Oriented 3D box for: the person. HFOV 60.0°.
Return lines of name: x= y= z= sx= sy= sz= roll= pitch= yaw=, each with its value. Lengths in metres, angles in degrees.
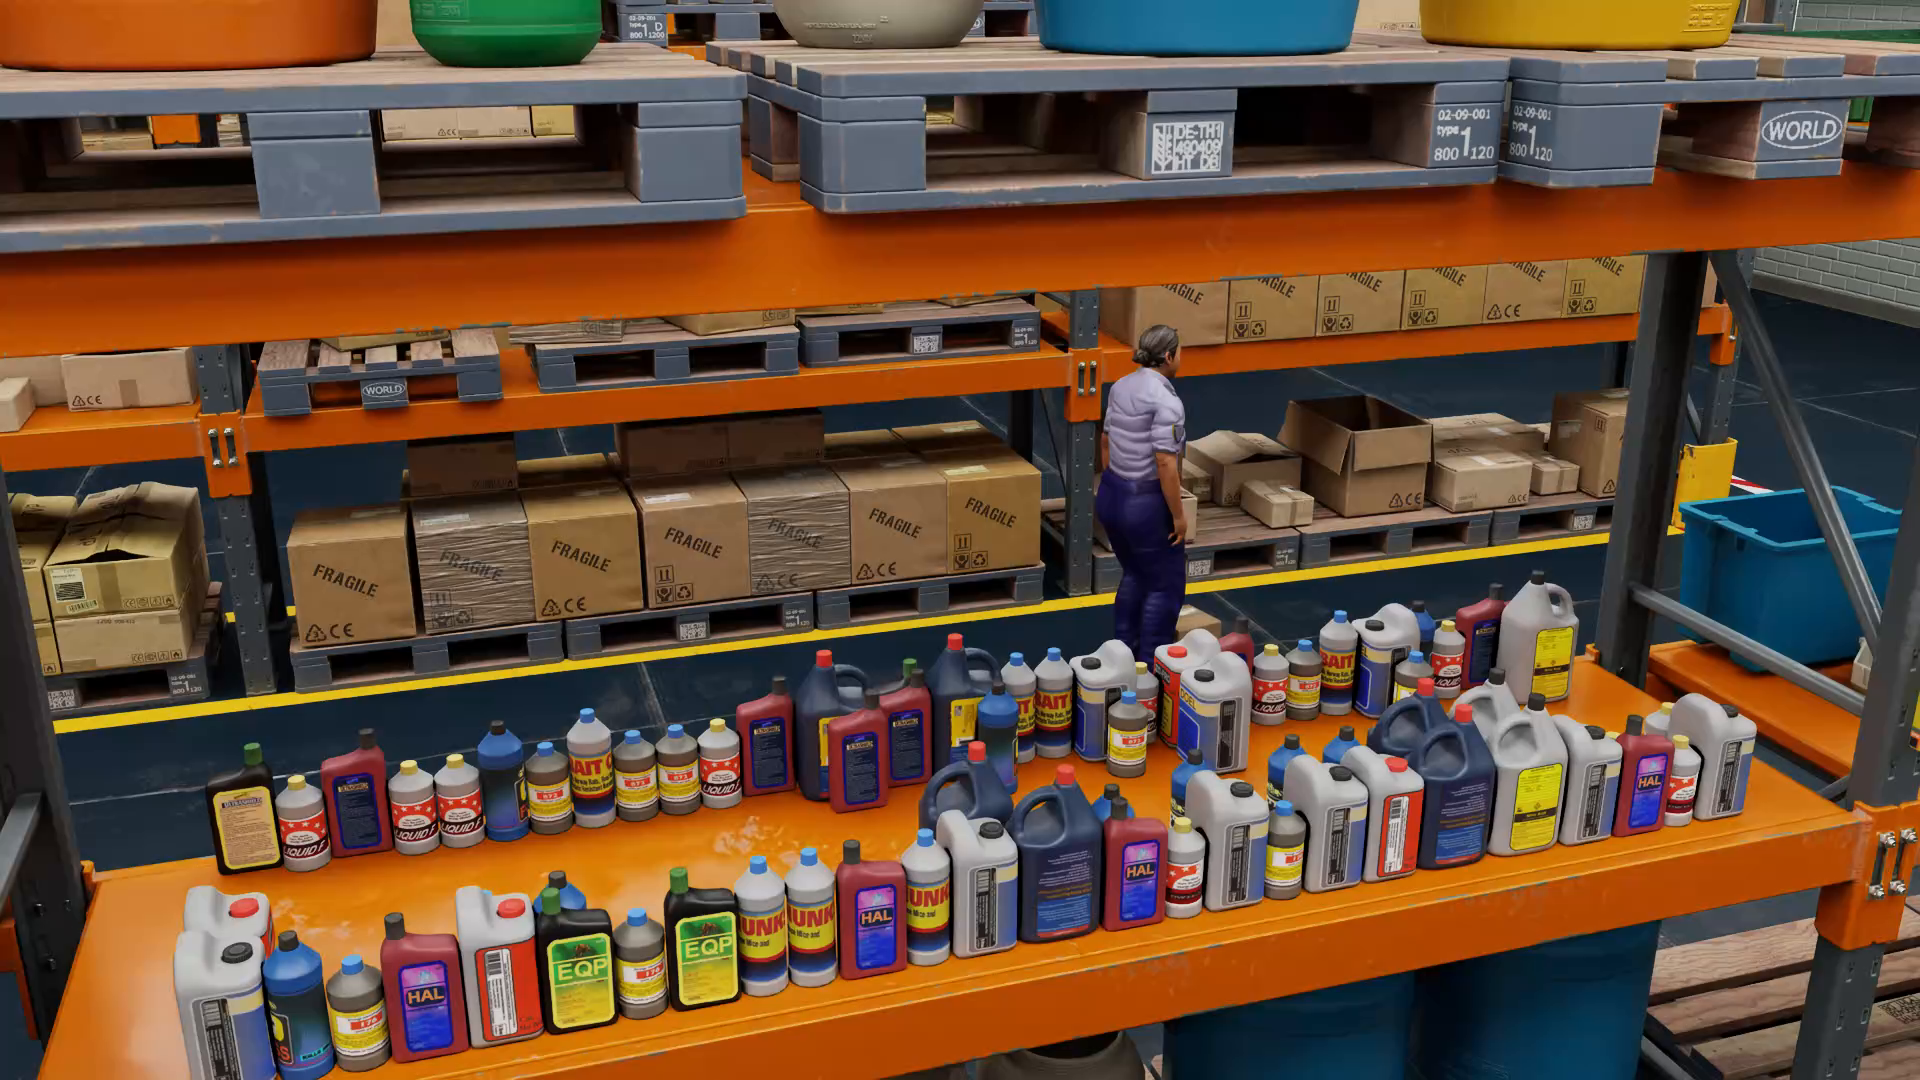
person: x=0.860 y=-0.147 z=7.500 sx=0.425 sy=1.650 sz=0.554 roll=-10 pitch=22 yaw=-27
